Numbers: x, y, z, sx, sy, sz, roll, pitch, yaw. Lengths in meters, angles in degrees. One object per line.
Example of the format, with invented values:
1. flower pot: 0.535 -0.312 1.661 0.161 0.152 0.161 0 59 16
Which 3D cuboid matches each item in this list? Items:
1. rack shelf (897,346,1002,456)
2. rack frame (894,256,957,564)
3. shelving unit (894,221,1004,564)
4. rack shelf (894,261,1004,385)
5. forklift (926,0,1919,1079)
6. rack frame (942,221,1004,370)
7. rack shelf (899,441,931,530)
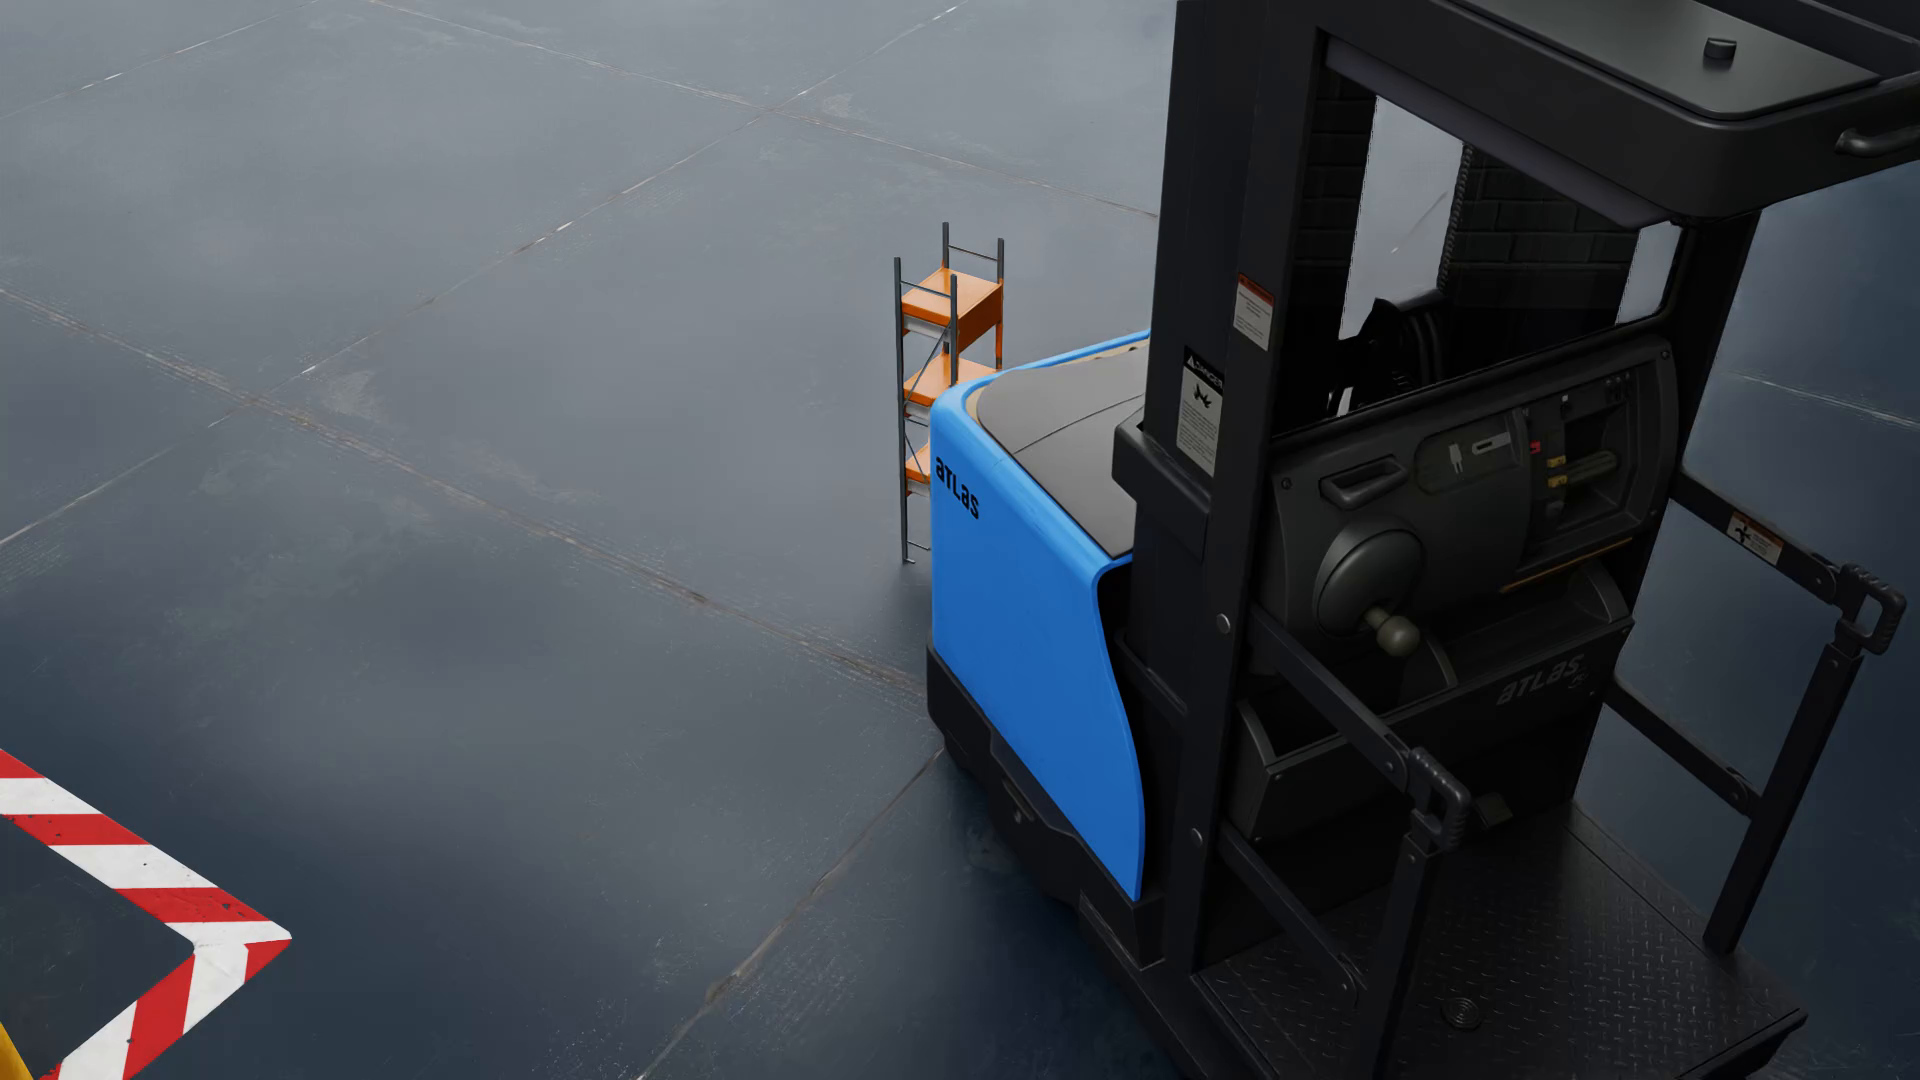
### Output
1. rack shelf: -0.029 -0.380 4.900 0.215 0.259 0.240 21 42 25
2. rack frame: -0.094 -0.325 4.812 0.200 1.050 0.008 21 42 25
3. shelving unit: -0.029 -0.388 4.894 0.215 1.050 0.252 21 42 25
4. rack shelf: -0.029 -0.605 4.727 0.215 0.259 0.240 21 42 25
5. forklift: 1.051 -0.012 2.864 1.130 2.935 3.031 -18 41 -22
6. rack frame: 0.037 -0.451 4.975 0.200 1.050 0.008 21 42 25
7. rack shelf: -0.029 -0.160 5.070 0.215 0.259 0.240 21 42 25
